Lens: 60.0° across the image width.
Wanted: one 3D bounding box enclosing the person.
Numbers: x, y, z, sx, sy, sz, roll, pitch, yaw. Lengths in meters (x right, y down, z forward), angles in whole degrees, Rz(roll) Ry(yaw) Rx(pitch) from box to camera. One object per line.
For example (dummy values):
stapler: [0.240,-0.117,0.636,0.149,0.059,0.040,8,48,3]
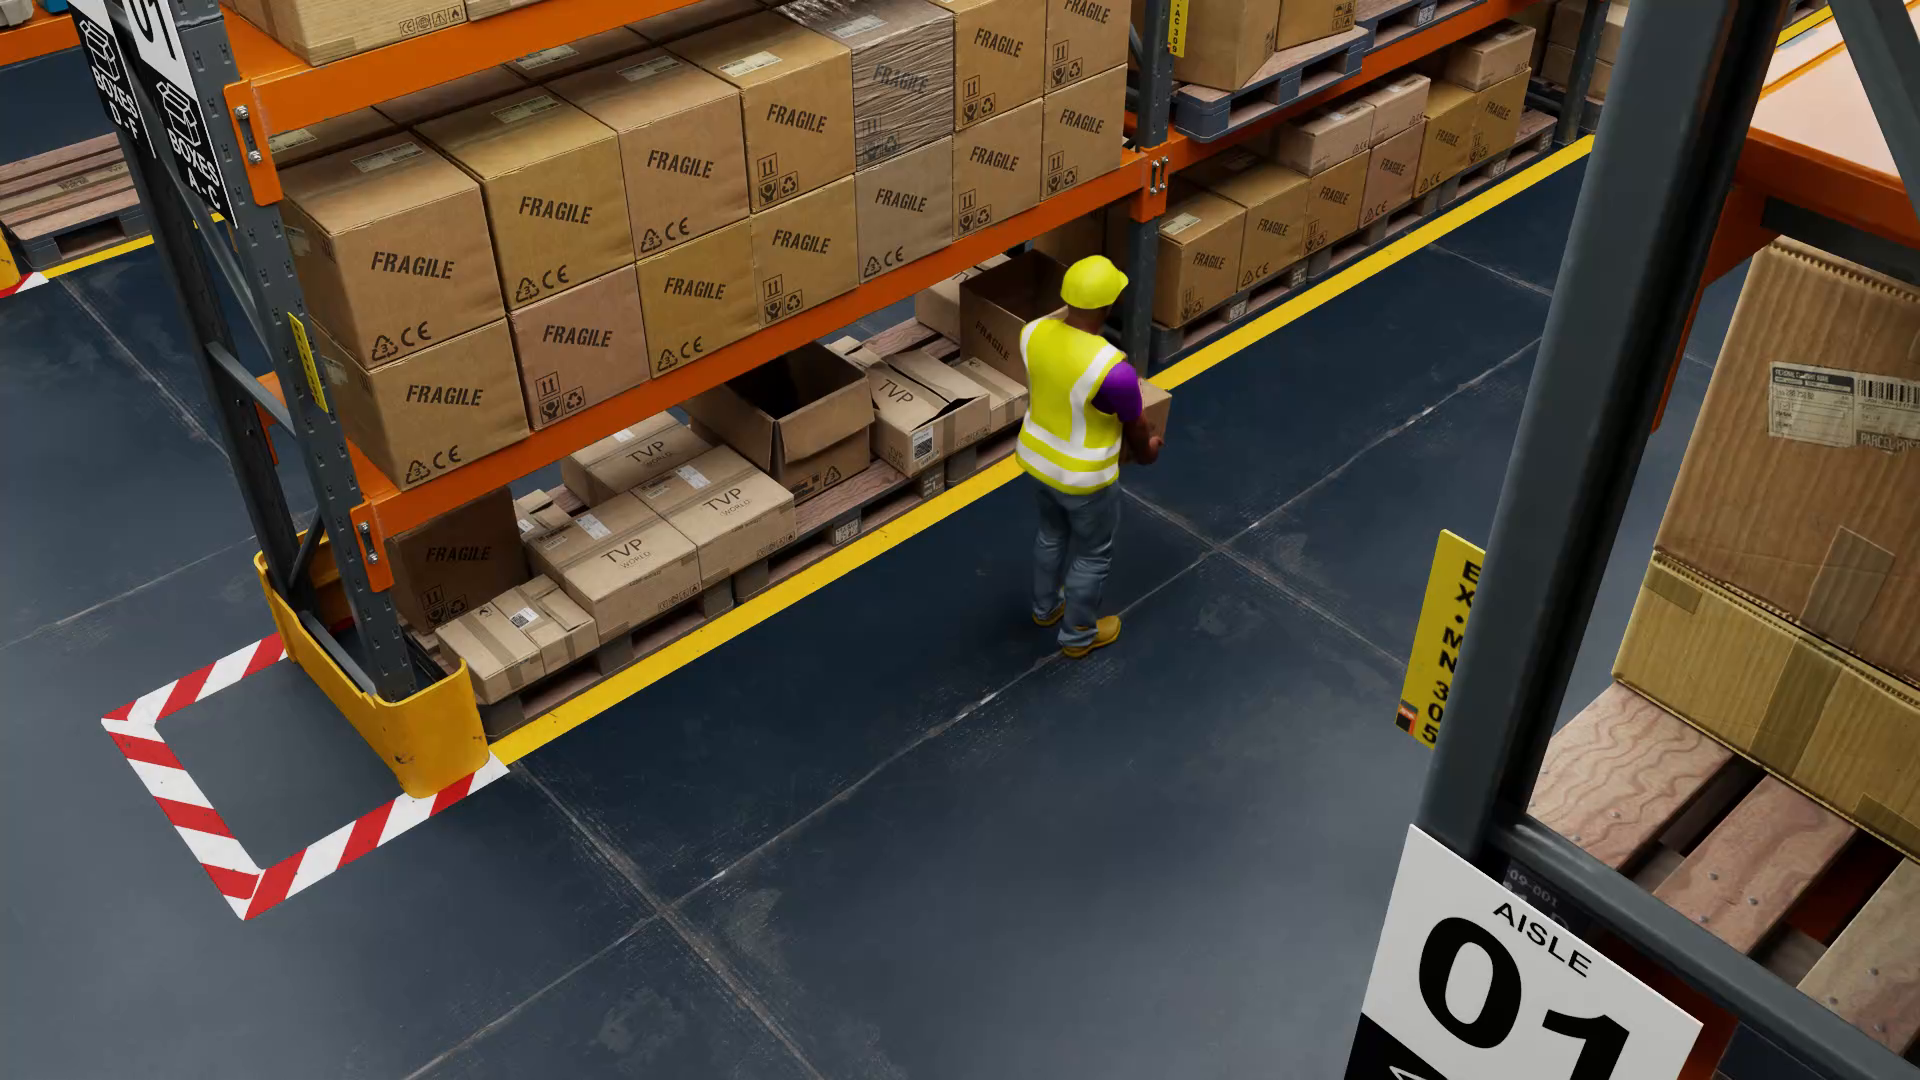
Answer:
person: [0.501,-0.344,6.560,0.575,1.756,0.505,-31,49,-32]
